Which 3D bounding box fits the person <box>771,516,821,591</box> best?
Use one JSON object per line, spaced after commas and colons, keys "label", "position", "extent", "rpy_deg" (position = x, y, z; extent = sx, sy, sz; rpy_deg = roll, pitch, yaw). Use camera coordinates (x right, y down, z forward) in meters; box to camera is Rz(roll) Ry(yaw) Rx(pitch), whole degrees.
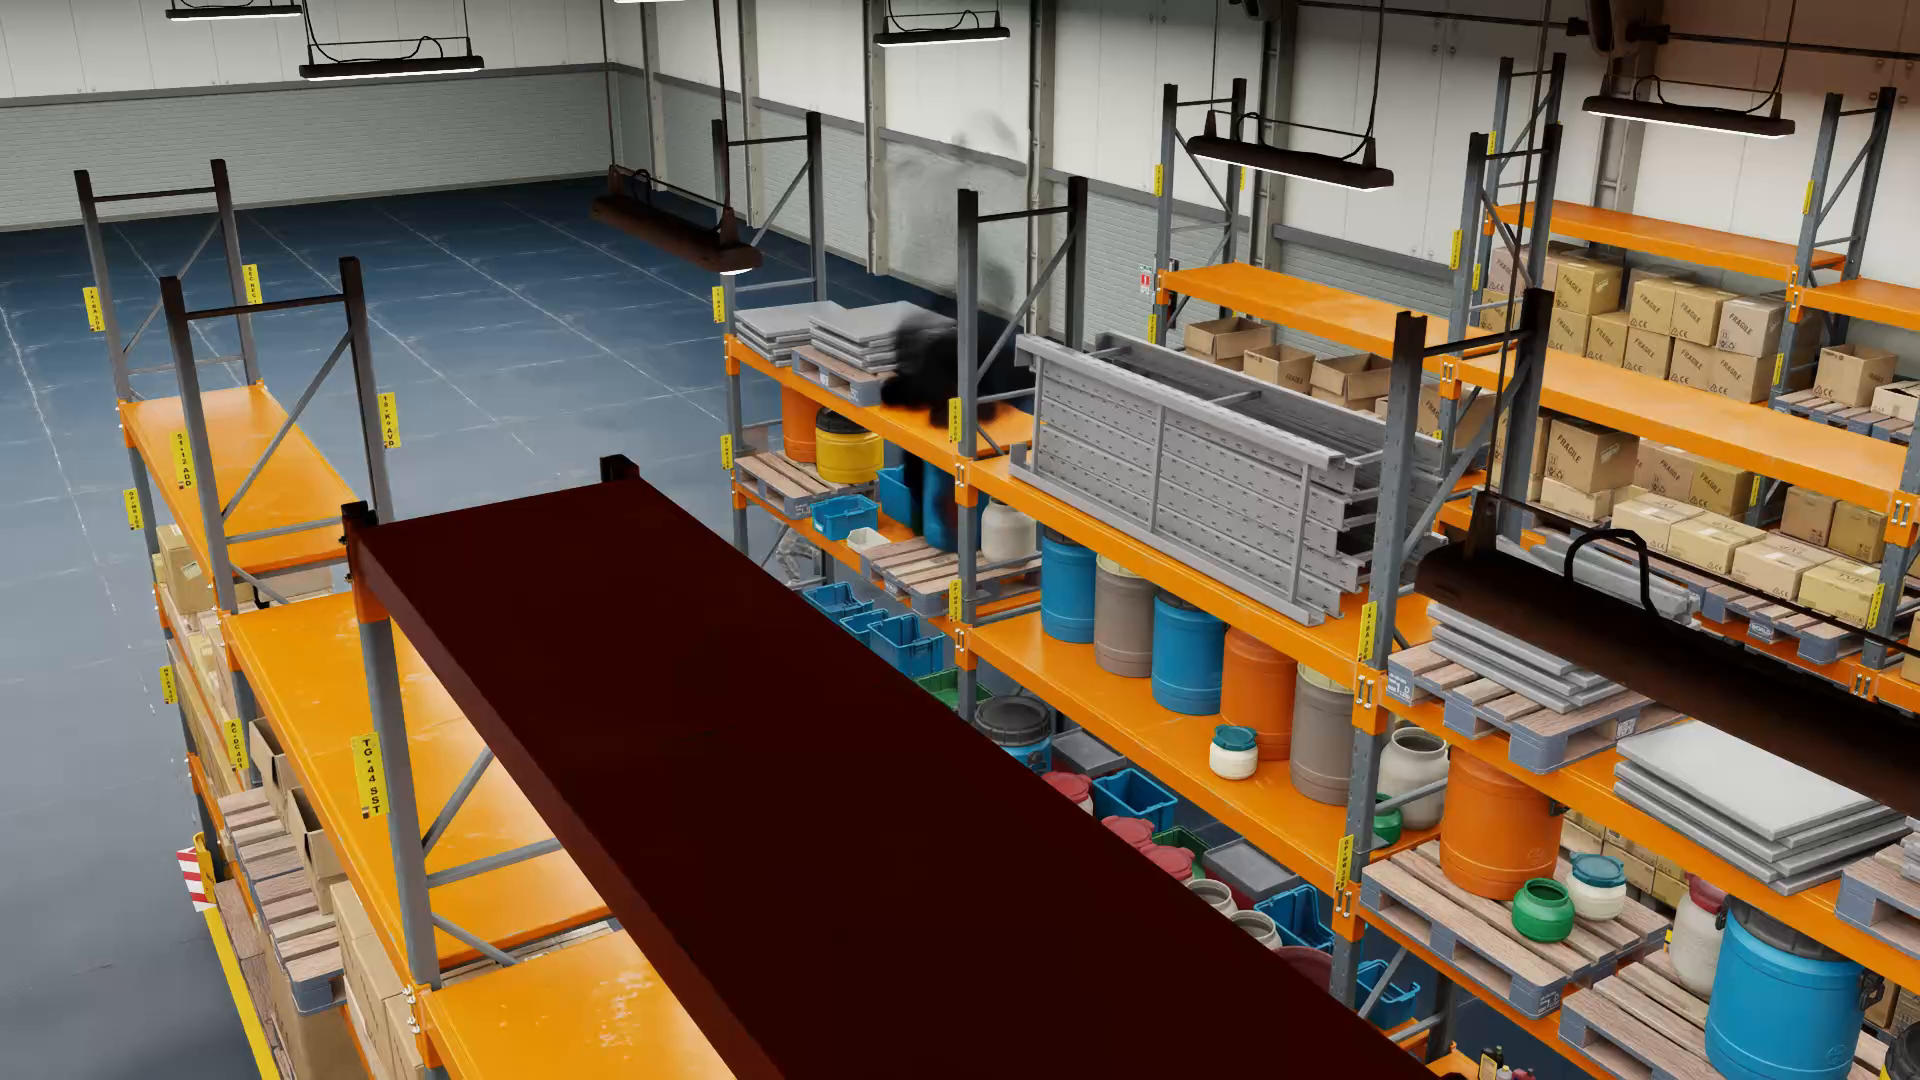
{"label": "person", "position": [-1.909, -0.206, 19.605], "extent": [0.596, 1.739, 0.723], "rpy_deg": [0, 22, -1]}
